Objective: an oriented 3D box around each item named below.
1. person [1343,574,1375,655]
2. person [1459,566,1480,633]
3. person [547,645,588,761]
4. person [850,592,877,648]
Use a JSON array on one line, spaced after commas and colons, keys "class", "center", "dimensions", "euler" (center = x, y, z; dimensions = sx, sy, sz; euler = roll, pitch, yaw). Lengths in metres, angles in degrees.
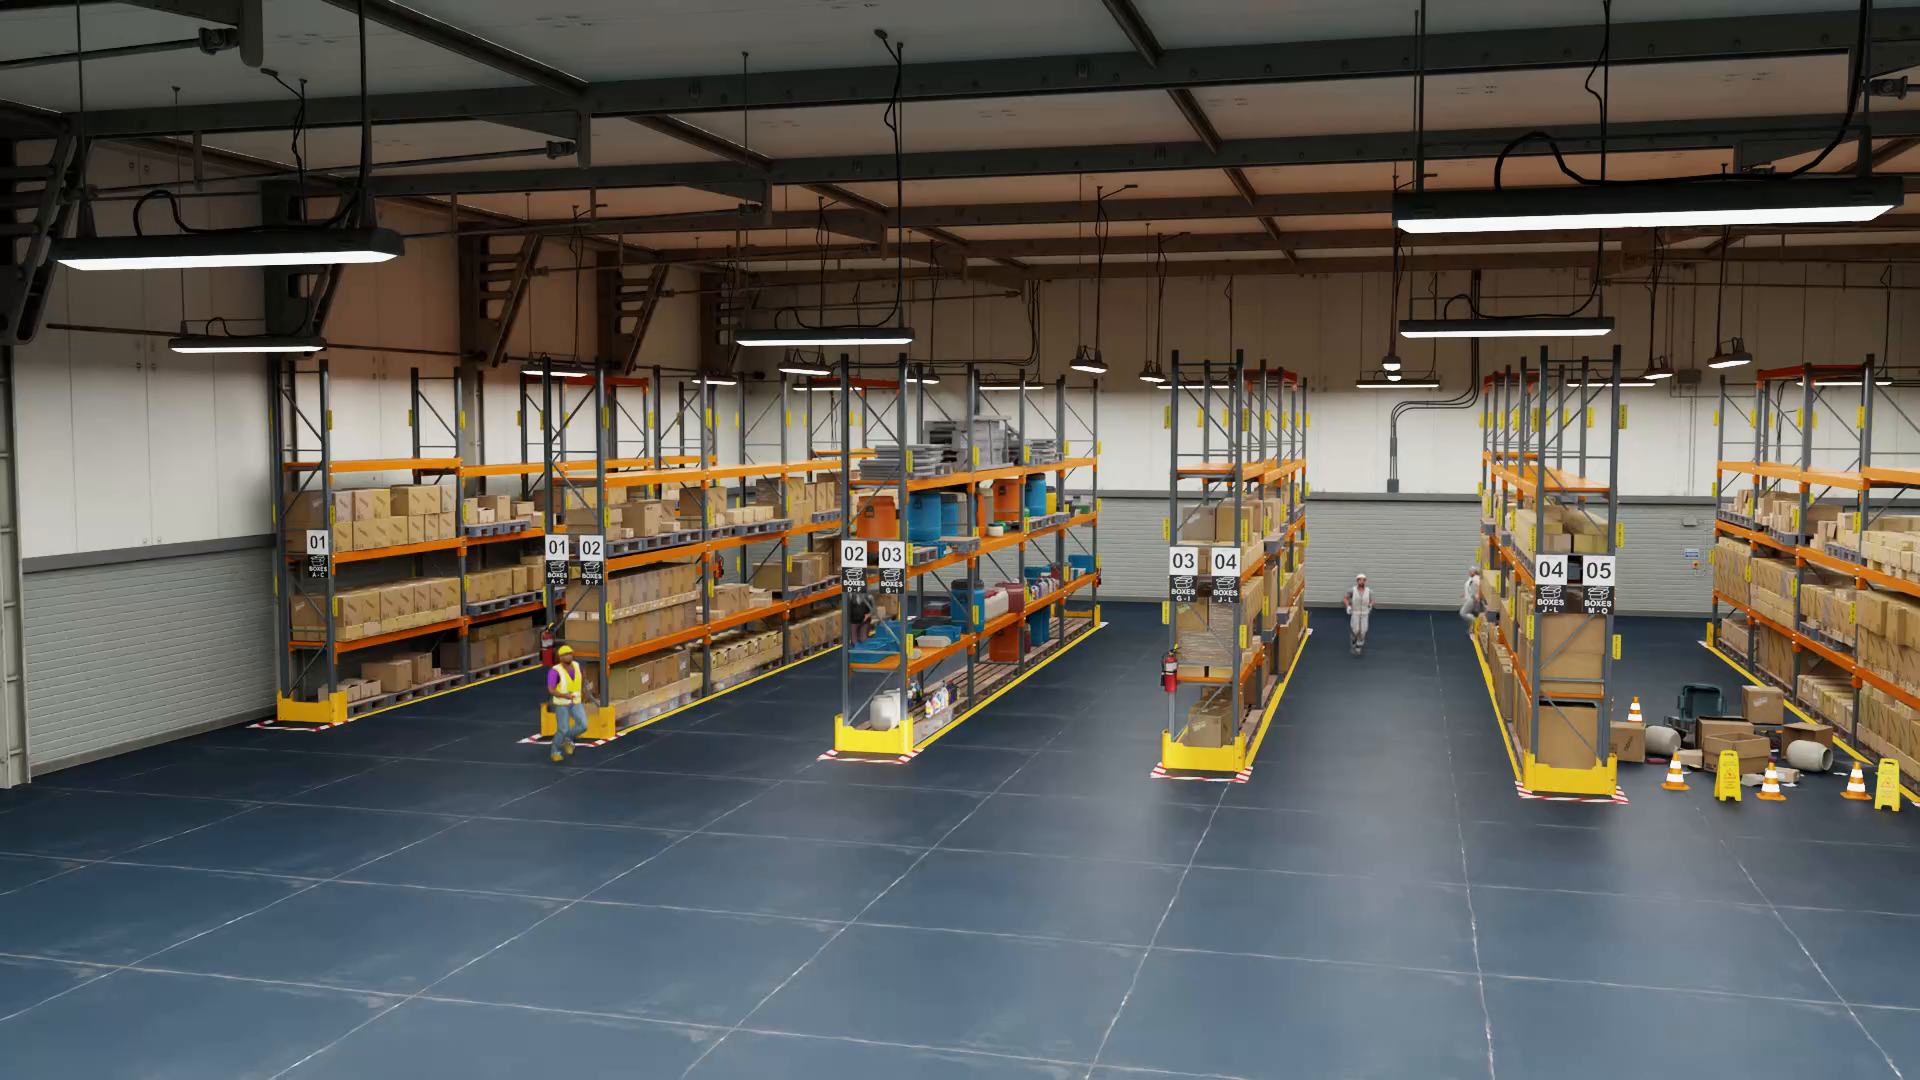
[{"class": "person", "center": [8.452, 1.586, 35.141], "dimensions": [0.633, 1.740, 0.617], "euler": [0, 4, 4]}, {"class": "person", "center": [11.949, 1.408, 38.878], "dimensions": [0.542, 1.615, 0.665], "euler": [0, 4, -2]}, {"class": "person", "center": [-5.706, 2.386, 24.318], "dimensions": [0.731, 1.717, 0.740], "euler": [-4, 6, -44]}, {"class": "person", "center": [-1.907, 1.593, 31.719], "dimensions": [0.658, 1.684, 0.583], "euler": [0, 4, 2]}]
